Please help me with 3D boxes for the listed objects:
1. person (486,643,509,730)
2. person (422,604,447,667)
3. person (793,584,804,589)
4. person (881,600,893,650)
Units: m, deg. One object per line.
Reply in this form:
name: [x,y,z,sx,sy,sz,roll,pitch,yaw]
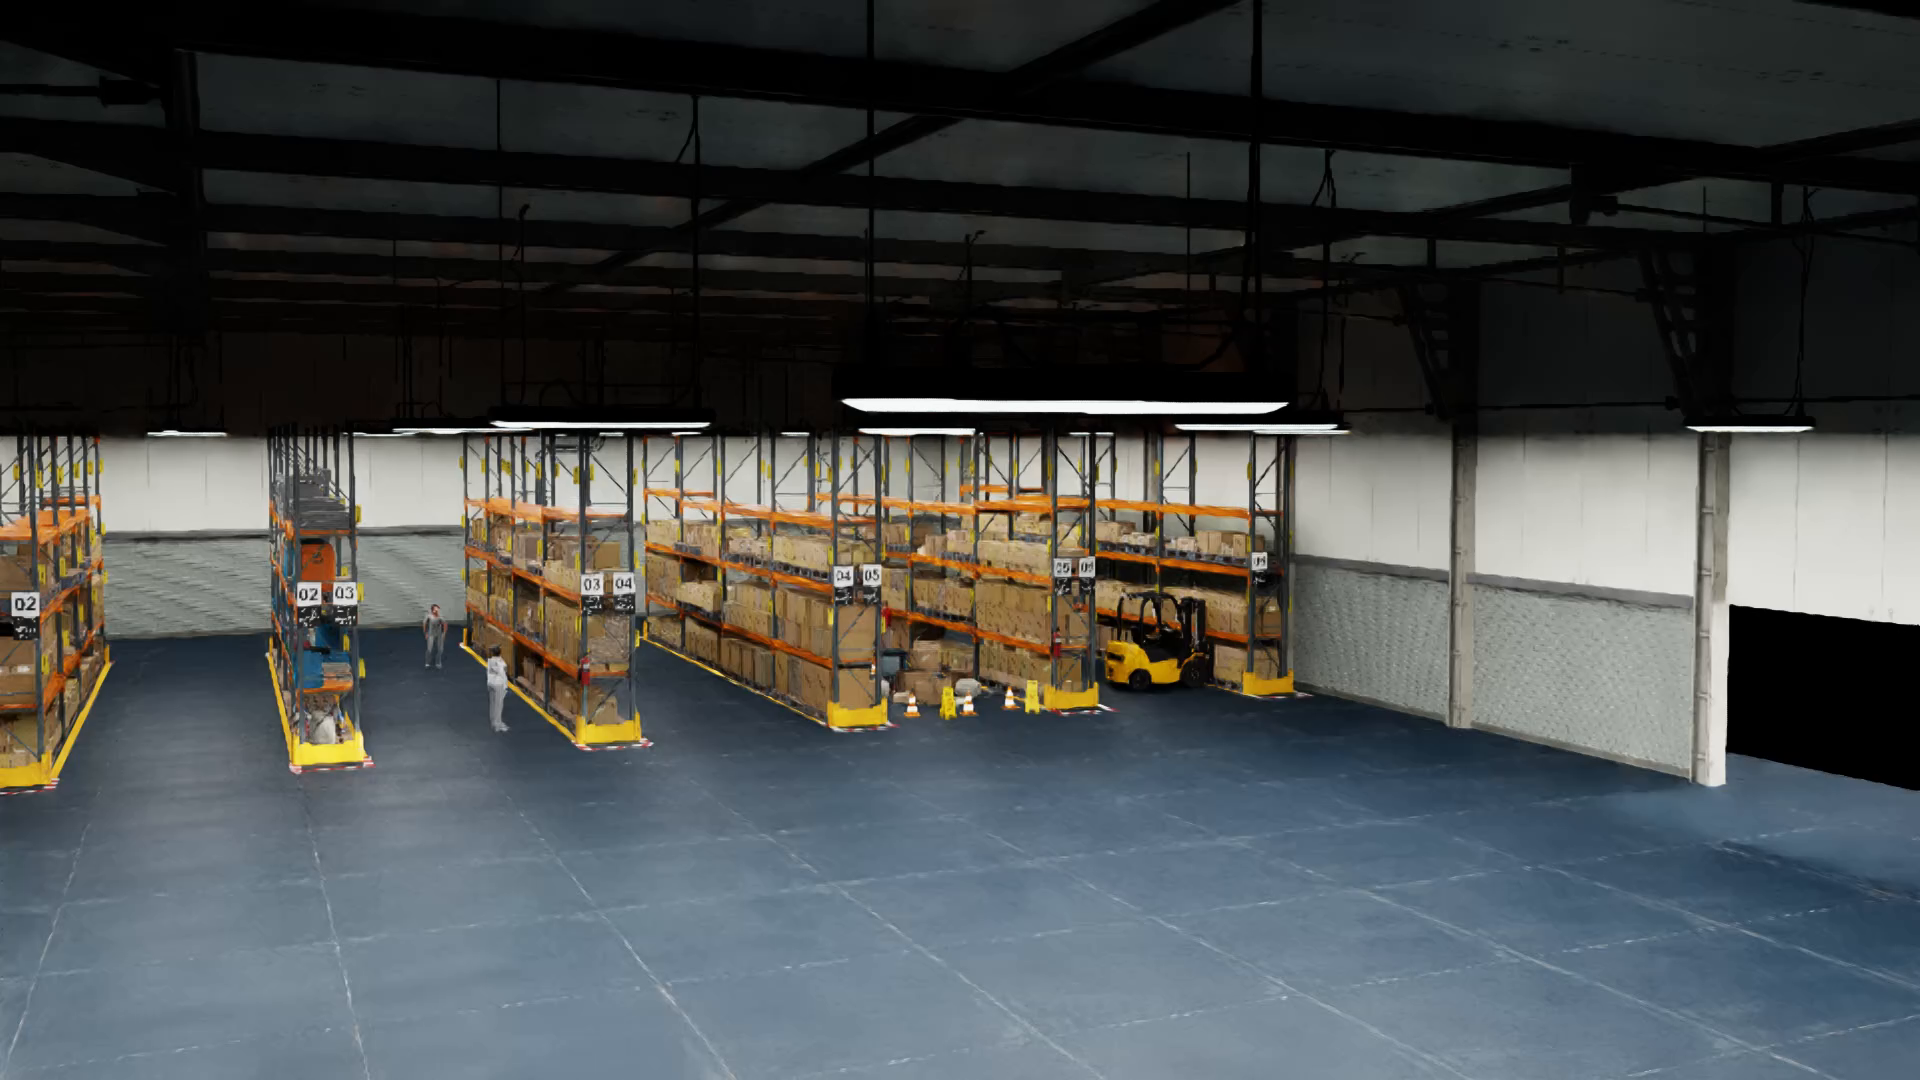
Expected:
person: [-9.080,2.872,32.697,0.537,1.678,0.400,2,4,32]
person: [-13.129,2.385,41.576,0.583,1.612,0.521,-2,4,-27]
person: [-5.034,1.732,52.506,0.461,1.585,0.525,2,4,26]
person: [-1.883,2.333,41.164,0.591,1.718,0.665,0,3,3]
